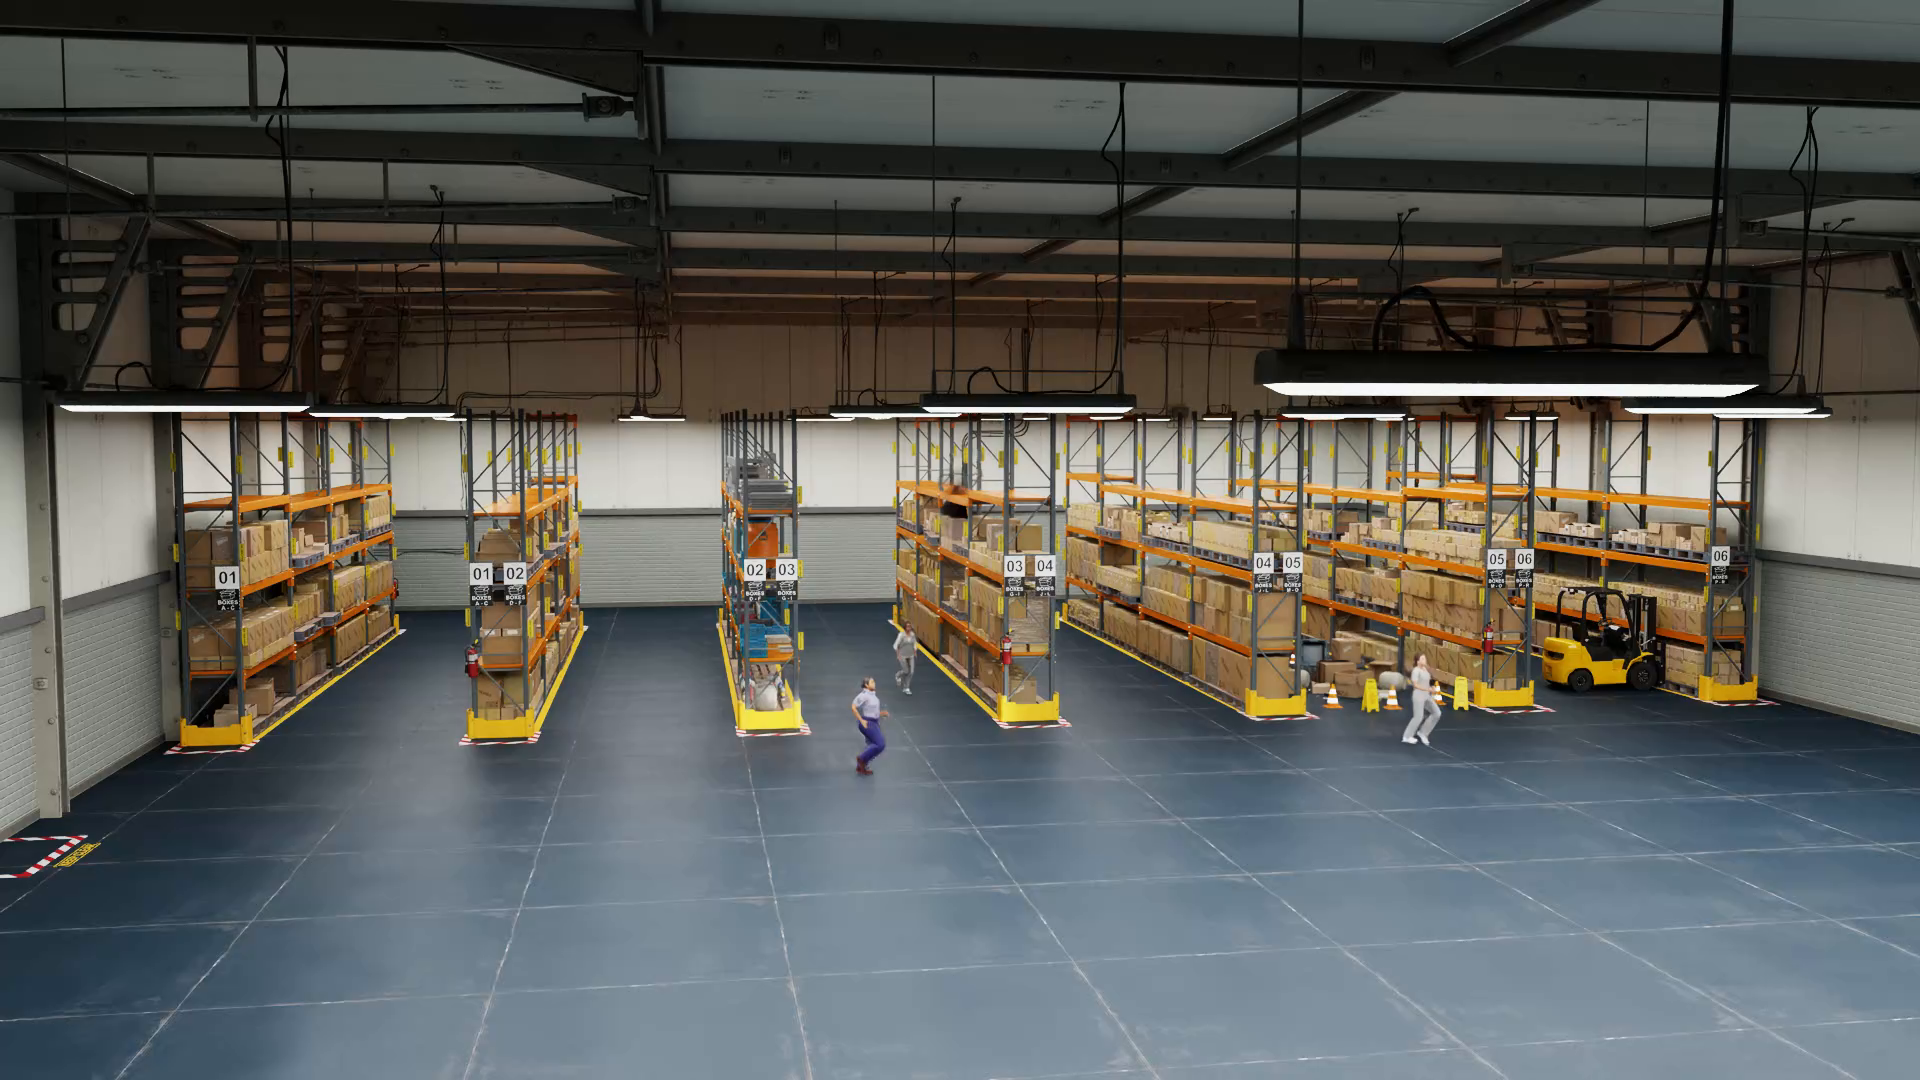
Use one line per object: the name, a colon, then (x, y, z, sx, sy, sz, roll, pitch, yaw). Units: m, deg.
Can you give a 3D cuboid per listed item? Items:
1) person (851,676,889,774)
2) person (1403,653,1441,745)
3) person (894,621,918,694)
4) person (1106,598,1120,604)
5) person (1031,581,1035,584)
person: (-1.437, 3.022, 27.100, 0.574, 1.606, 0.593, 1, 4, 11)
person: (8.240, 2.830, 29.684, 0.652, 1.653, 0.571, 4, 5, 43)
person: (-1.147, 2.500, 35.393, 0.520, 1.539, 0.551, -2, 4, -24)
person: (4.642, 1.354, 50.076, 0.636, 1.742, 0.695, 0, 4, -5)
person: (2.103, 1.569, 46.922, 0.667, 1.790, 0.834, 0, 4, -3)
